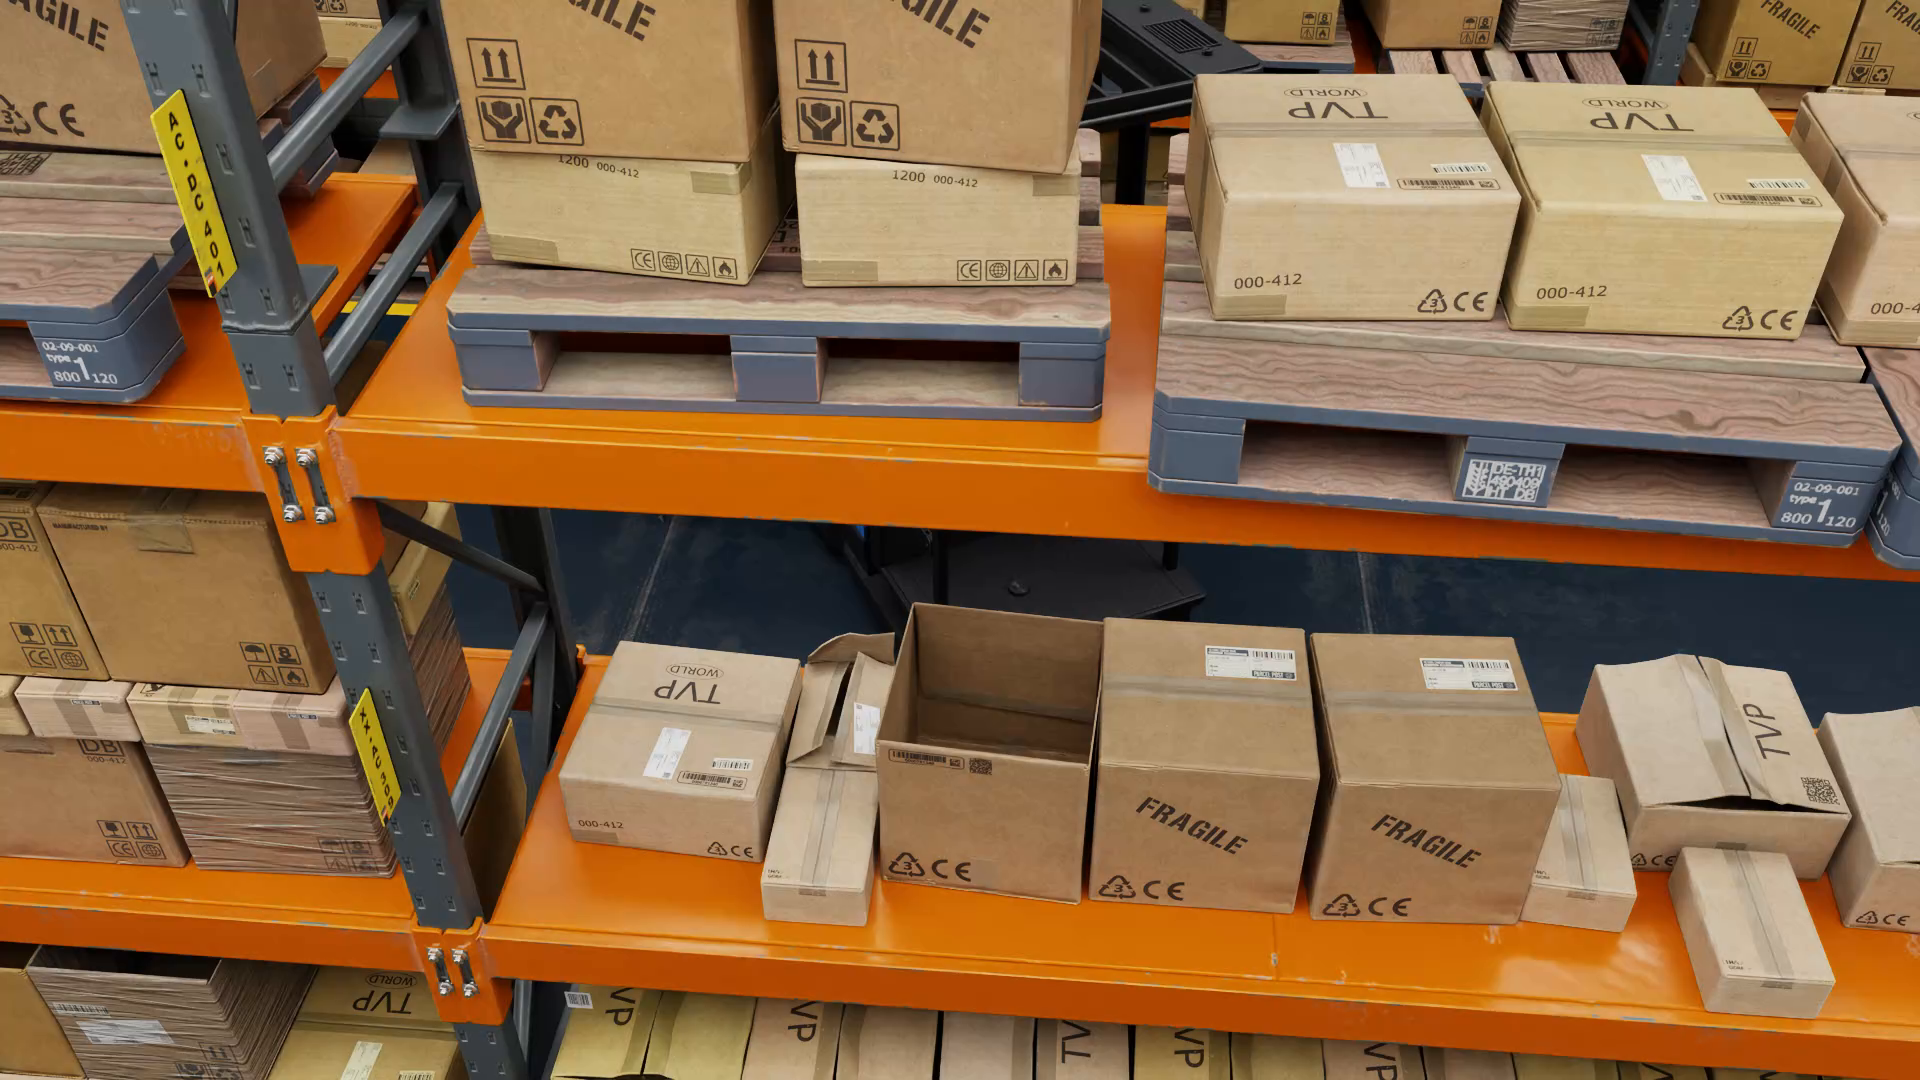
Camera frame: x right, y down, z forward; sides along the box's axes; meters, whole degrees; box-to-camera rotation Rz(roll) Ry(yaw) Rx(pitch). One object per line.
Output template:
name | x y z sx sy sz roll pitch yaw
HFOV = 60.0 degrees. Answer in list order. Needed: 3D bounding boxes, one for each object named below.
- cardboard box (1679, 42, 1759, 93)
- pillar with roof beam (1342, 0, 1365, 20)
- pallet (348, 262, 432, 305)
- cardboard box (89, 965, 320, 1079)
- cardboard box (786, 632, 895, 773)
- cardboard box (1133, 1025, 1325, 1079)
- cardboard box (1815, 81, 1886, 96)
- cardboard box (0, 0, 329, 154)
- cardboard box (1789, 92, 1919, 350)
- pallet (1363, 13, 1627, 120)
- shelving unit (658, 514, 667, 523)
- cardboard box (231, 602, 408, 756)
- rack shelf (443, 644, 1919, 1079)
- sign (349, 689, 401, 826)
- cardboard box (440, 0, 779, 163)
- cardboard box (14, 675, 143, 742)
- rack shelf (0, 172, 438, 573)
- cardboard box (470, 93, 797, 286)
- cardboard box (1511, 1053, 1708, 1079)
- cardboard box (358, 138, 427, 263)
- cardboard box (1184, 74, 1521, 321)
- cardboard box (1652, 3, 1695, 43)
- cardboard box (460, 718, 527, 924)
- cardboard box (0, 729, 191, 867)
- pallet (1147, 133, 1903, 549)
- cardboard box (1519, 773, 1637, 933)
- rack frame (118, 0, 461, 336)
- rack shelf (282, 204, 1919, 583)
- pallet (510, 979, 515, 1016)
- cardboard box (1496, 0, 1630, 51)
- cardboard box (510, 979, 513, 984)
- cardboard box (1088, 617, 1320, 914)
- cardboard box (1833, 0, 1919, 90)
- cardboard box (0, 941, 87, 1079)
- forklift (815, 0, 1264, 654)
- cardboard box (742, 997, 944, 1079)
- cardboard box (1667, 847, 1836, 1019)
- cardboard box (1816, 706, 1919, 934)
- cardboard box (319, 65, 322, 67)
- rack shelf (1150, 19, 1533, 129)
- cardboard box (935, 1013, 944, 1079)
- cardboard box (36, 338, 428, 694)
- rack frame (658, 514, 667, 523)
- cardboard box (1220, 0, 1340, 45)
cardboard box | 3.516 -2.160 7.711 0.250 0.149 0.380 3 39 3
pillar with roof beam | 1.616 -2.647 3.374 0.400 9.000 9.100 3 39 4
pallet | -2.668 -1.629 9.084 1.213 0.211 1.003 3 39 4
cardboard box | -2.179 1.467 4.917 0.500 0.250 0.500 3 39 4
cardboard box | -0.309 0.469 4.404 0.258 0.266 0.396 2 39 3
cardboard box | 0.721 1.433 4.515 0.500 0.311 0.500 4 39 5
cardboard box | 4.024 -2.073 7.604 0.250 0.149 0.380 4 39 5
cardboard box | -1.680 -1.128 3.361 0.500 0.500 0.500 6 40 8
cardboard box | 1.803 -0.572 2.987 0.500 0.250 0.500 4 39 5
pallet | 2.489 -2.311 7.865 1.003 0.211 1.213 3 39 4
shelving unit | -1.169 -0.691 7.149 0.503 1.200 0.258 -24 45 -26
cardboard box | -1.490 0.314 3.895 0.250 0.149 0.380 3 39 4
rack shelf | 0.792 0.872 4.372 4.000 0.370 1.077 3 39 4
sign | -1.247 0.467 3.551 0.005 0.325 0.100 3 39 4
cardboard box | -0.590 -1.016 2.938 0.500 0.500 0.500 4 39 4
cardboard box | -1.998 0.287 3.929 0.250 0.149 0.380 2 39 3
rack shelf | -3.194 -0.509 3.693 4.000 0.370 1.077 3 39 4
cardboard box | -0.588 -0.744 3.198 0.500 0.250 0.500 7 40 8
cardboard box | 1.723 1.490 4.444 0.500 0.311 0.500 3 39 3
cardboard box | -2.786 -1.854 8.783 0.500 0.500 0.700 1 39 1
cardboard box | 0.699 -0.641 3.071 0.500 0.250 0.500 0 39 0
cardboard box | 3.554 -2.467 8.088 0.250 0.149 0.380 4 39 5
cardboard box | -1.636 0.875 5.050 0.500 0.500 0.500 3 39 4
cardboard box | -2.170 0.401 4.302 0.500 0.500 0.700 3 39 3
pallet | 0.986 -0.428 3.173 1.213 0.211 1.003 5 39 6
cardboard box | 1.509 0.766 4.132 0.250 0.149 0.380 6 40 7
rack frame | -1.201 -1.842 2.385 0.127 3.000 1.000 3 39 4
rack shelf | 0.792 -0.291 3.425 4.000 0.370 1.077 3 39 4
pallet | -1.990 1.496 5.245 1.213 0.211 1.003 3 39 4
cardboard box | 2.739 -2.642 7.692 0.500 0.500 0.700 -1 39 -1
cardboard box | -1.637 1.172 5.279 0.500 0.250 0.500 3 39 4
cardboard box | 0.587 0.554 4.114 0.500 0.500 0.500 3 39 4
cardboard box | 4.191 -2.353 7.435 0.500 0.500 0.500 4 39 5
cardboard box | -2.677 1.150 4.713 0.500 0.500 0.500 3 39 4
forklift | 0.265 -0.776 5.881 1.130 2.935 3.031 -16 42 -19
cardboard box | -0.313 1.380 4.579 0.500 0.311 0.500 3 39 3
cardboard box | 1.864 0.925 3.937 0.250 0.149 0.380 3 39 4
cardboard box | 2.425 0.690 4.097 0.500 0.311 0.500 5 39 7
cardboard box | -3.278 -2.522 8.075 0.500 0.250 0.500 3 39 3
rack shelf | 1.215 -2.243 8.200 4.000 0.370 1.077 3 39 4
cardboard box | -0.311 1.594 4.760 0.500 0.250 0.500 4 39 5
cardboard box | -1.644 -0.078 3.862 0.500 0.500 0.700 3 39 4
rack frame | -1.369 -0.603 7.040 0.015 1.200 0.240 -24 45 -26
cardboard box | 1.495 -2.696 7.758 0.500 0.500 0.700 3 39 4
